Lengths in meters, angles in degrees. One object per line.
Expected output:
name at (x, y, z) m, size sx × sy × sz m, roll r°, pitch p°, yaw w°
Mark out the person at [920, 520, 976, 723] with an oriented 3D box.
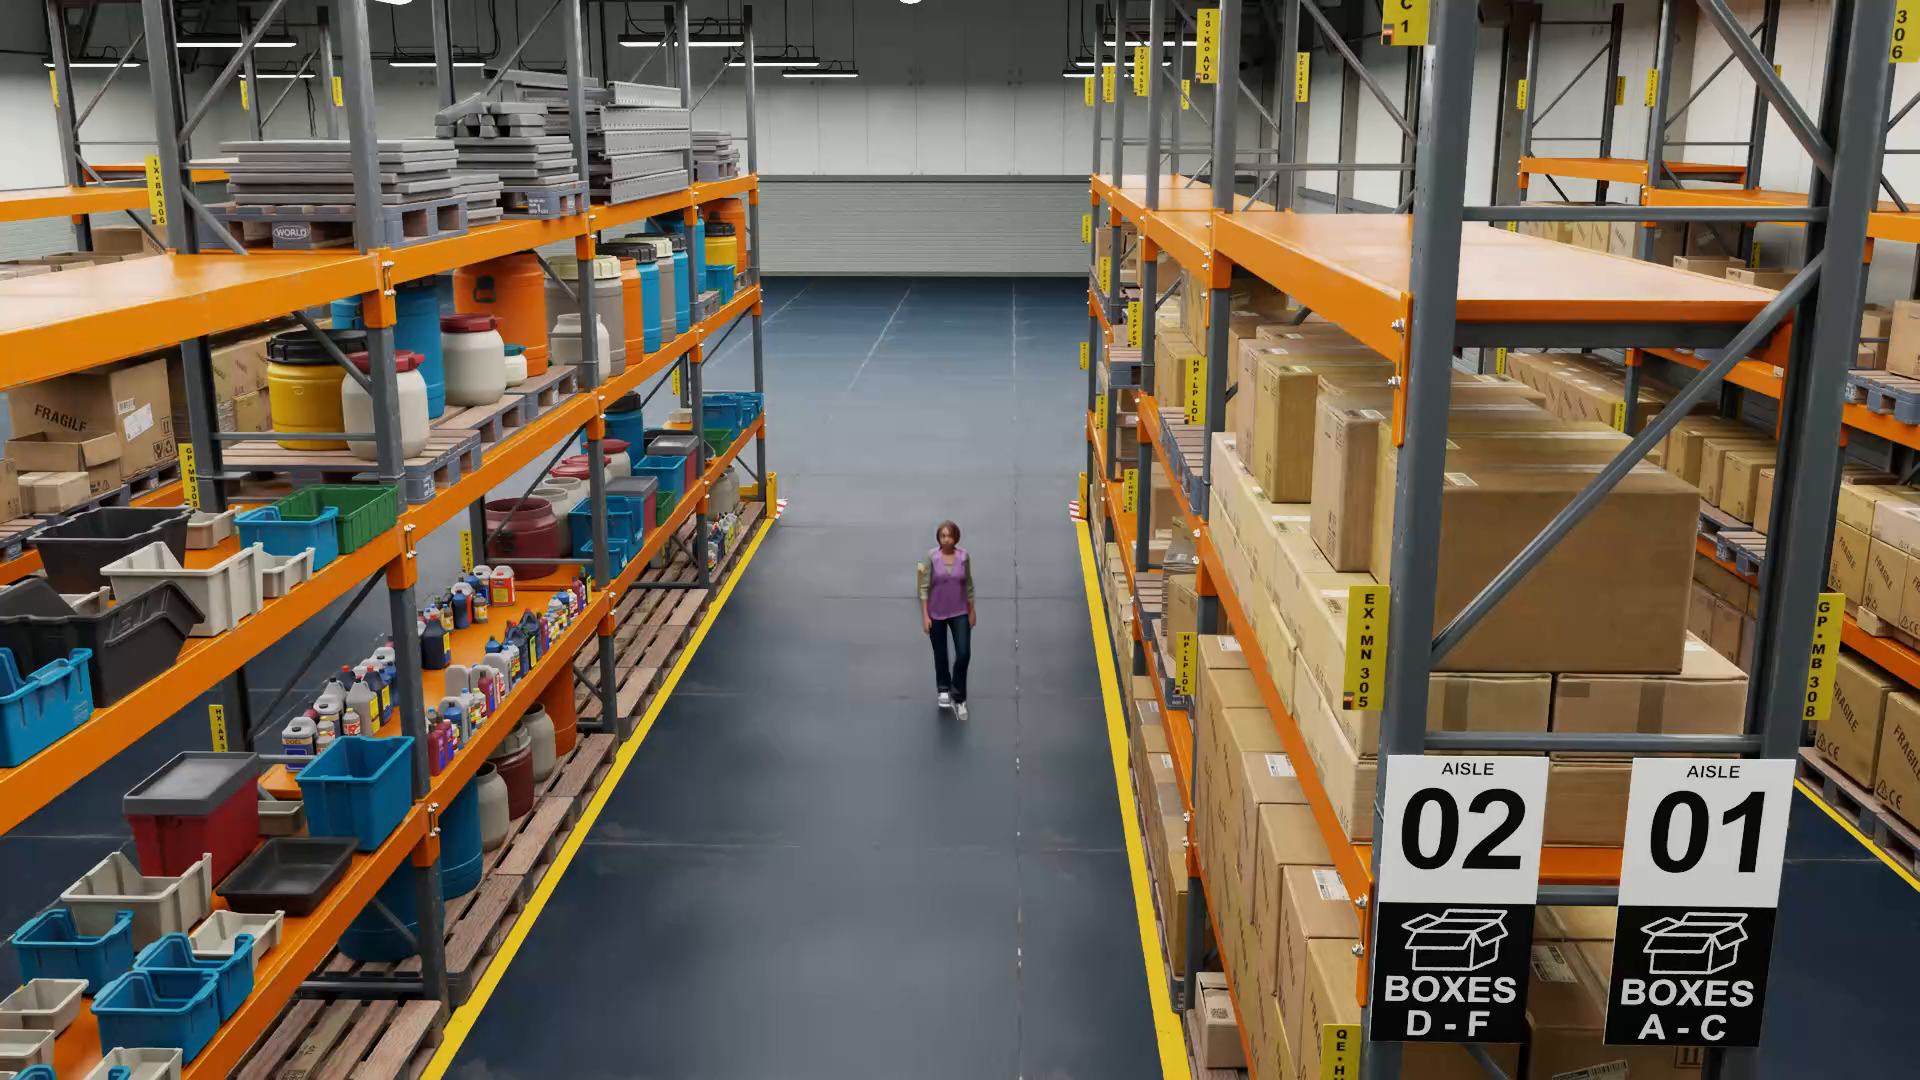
person at (-0.093, 0.643, 13.490) m, size 0.462 × 1.644 × 0.531 m, roll -1°, pitch 14°, yaw -3°
